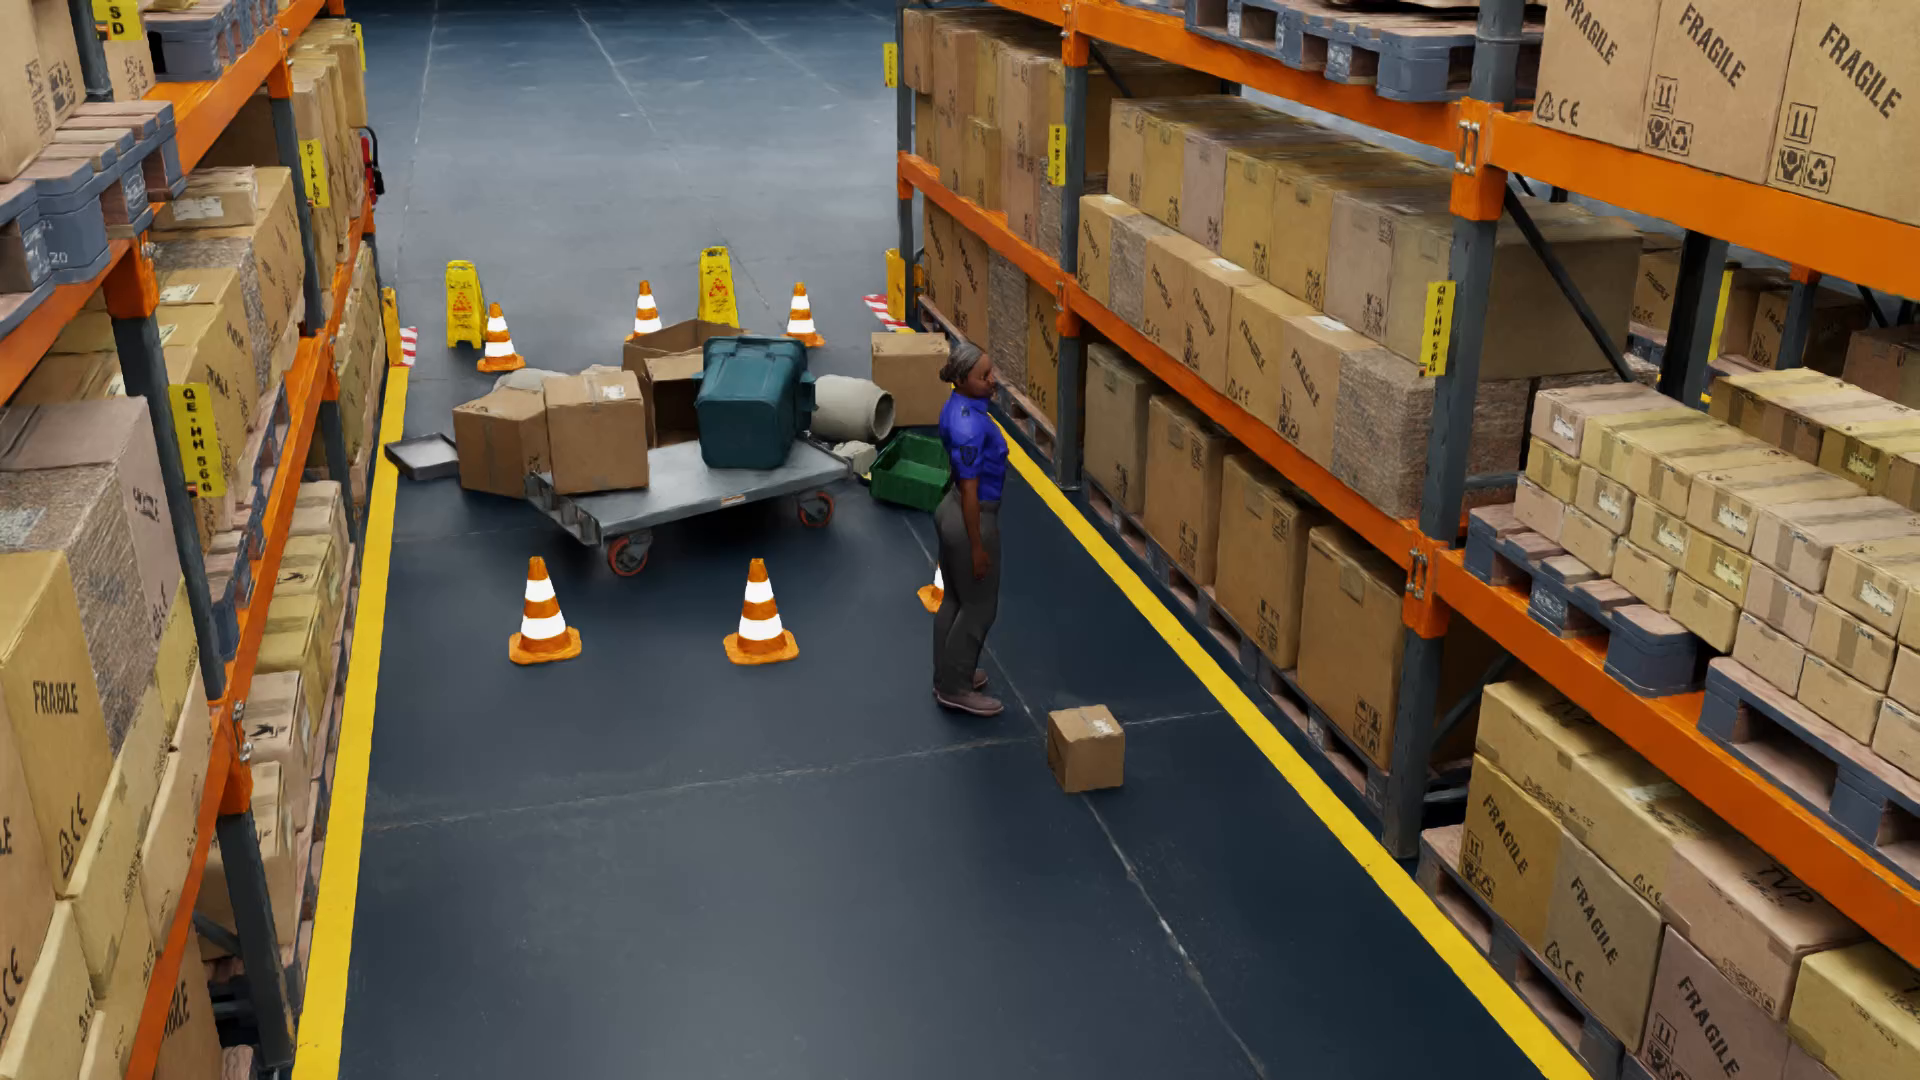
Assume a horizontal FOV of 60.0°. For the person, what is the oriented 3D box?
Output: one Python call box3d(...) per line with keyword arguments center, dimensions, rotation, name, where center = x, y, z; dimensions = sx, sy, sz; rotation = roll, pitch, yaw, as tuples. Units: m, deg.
box3d(center=(0.027, -0.056, 7.203), dimensions=(0.295, 1.666, 0.565), rotation=(-4, 23, -9), name="person")
